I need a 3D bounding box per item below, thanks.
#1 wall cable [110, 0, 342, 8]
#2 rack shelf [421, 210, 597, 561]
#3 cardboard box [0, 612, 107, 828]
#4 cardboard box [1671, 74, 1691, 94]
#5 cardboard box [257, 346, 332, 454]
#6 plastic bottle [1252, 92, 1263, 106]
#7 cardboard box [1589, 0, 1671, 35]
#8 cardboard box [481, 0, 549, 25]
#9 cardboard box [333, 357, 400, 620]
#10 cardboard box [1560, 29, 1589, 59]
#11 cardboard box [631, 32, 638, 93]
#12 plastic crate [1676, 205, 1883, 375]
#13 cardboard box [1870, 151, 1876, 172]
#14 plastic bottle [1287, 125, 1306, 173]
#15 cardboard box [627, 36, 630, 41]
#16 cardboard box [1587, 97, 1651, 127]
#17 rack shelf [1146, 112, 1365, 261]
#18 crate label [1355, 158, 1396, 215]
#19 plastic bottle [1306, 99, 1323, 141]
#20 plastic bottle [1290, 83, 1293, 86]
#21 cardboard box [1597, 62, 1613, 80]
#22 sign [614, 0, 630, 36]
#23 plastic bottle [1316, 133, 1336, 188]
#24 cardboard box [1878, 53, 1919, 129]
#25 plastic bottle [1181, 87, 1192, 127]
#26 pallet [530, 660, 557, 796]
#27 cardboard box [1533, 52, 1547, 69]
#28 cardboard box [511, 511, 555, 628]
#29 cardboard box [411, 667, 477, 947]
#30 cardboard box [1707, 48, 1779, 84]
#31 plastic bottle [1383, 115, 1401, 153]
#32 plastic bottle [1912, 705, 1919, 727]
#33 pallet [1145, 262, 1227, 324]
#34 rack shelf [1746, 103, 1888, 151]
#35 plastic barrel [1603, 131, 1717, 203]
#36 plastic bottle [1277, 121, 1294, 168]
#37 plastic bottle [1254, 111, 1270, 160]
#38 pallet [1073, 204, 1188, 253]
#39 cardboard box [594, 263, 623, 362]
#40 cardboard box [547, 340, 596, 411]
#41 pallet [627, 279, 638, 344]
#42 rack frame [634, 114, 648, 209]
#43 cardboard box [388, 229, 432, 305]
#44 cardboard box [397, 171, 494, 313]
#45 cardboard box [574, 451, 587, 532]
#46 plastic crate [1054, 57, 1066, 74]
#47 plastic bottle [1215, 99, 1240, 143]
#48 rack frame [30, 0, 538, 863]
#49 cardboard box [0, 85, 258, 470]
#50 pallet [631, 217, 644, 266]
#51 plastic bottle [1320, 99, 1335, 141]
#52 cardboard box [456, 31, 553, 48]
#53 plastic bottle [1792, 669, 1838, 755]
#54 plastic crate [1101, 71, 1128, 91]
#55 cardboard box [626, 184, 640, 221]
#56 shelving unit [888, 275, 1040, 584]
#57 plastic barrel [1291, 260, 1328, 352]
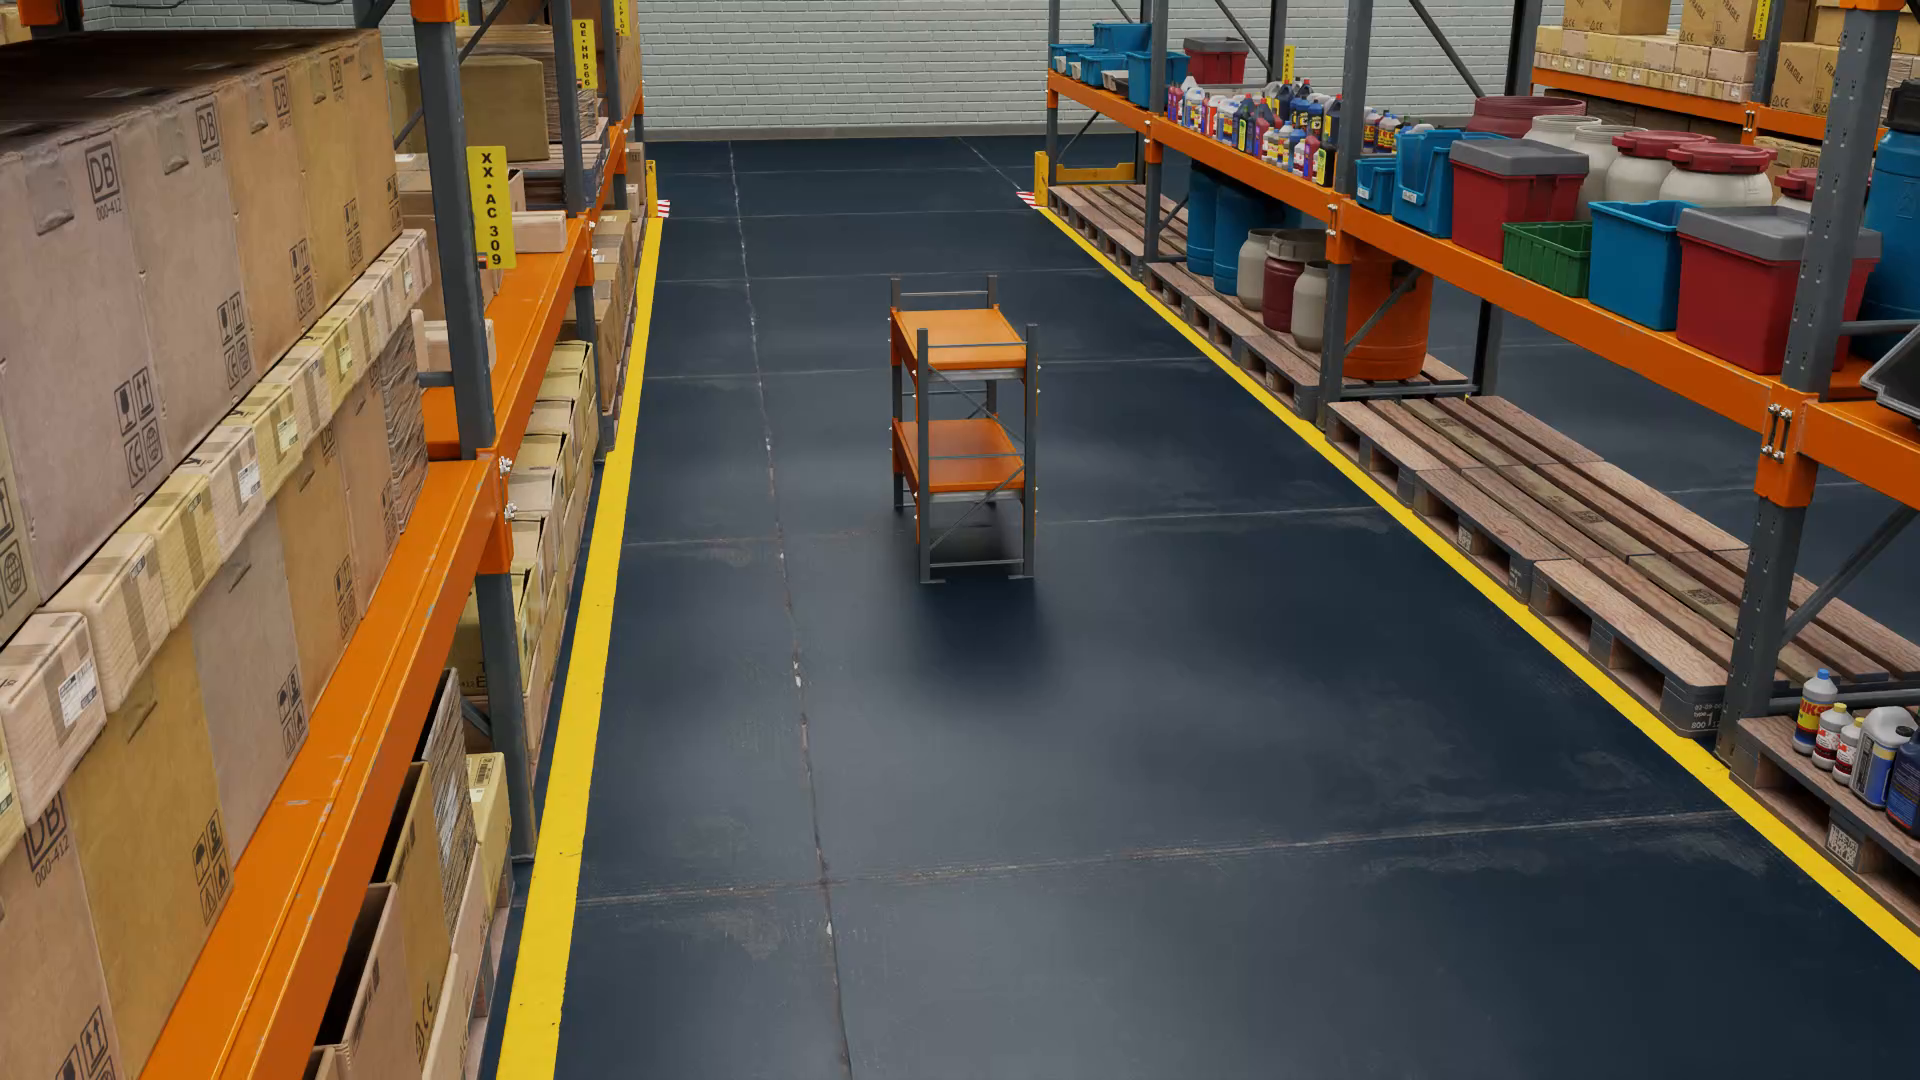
[{"bbox_3d":[-8.898,-7.654,19.786,3.097,2.526,0.112,-3,21,-8],"label":"wall cable"},{"bbox_3d":[-2.093,-0.774,6.530,1.077,0.370,4.000,-3,21,-8],"label":"rack shelf"},{"bbox_3d":[-1.182,0.204,1.814,0.380,0.149,0.250,-3,21,-9],"label":"cardboard box"},{"bbox_3d":[6.366,-3.925,14.297,0.380,0.149,0.250,-3,21,-7],"label":"cardboard box"},{"bbox_3d":[-1.372,-0.246,3.018,0.380,0.149,0.250,-2,21,-6],"label":"cardboard box"},{"bbox_3d":[2.200,-3.211,12.310,0.097,0.201,0.097,0,20,0],"label":"plastic bottle"},{"bbox_3d":[6.223,-4.960,15.427,0.500,0.500,0.500,-3,21,-9],"label":"cardboard box"},{"bbox_3d":[-3.287,-3.866,12.207,0.500,0.500,0.500,-3,21,-7],"label":"cardboard box"},{"bbox_3d":[-1.653,-0.130,3.634,0.700,0.500,0.500,-3,21,-8],"label":"cardboard box"},{"bbox_3d":[6.152,-4.781,16.020,0.500,0.250,0.500,-3,21,-8],"label":"cardboard box"},{"bbox_3d":[-3.056,-4.126,14.334,0.500,0.500,0.500,-3,21,-7],"label":"cardboard box"},{"bbox_3d":[2.724,-0.849,5.611,0.402,0.464,0.583,-3,21,-8],"label":"plastic crate"},{"bbox_3d":[7.087,-2.358,12.180,1.225,0.875,0.875,-4,21,-10],"label":"cardboard box"},{"bbox_3d":[1.980,-2.298,9.767,0.097,0.271,0.097,0,20,0],"label":"plastic bottle"},{"bbox_3d":[-2.896,-4.238,13.203,0.500,0.500,0.500,-4,21,-9],"label":"cardboard box"},{"bbox_3d":[6.571,-3.740,15.880,0.875,0.875,0.875,-3,21,-8],"label":"cardboard box"},{"bbox_3d":[2.232,-2.407,10.903,1.077,0.370,4.000,-3,21,-8],"label":"rack shelf"},{"bbox_3d":[2.210,-1.809,8.511,0.303,0.233,0.416,-3,21,-8],"label":"crate label"},{"bbox_3d":[2.378,-2.816,11.152,0.097,0.271,0.097,0,20,0],"label":"plastic bottle"},{"bbox_3d":[2.399,-3.184,12.122,0.061,0.283,0.133,-3,21,-8],"label":"plastic bottle"},{"bbox_3d":[6.181,-4.369,15.487,0.380,0.149,0.250,-3,21,-8],"label":"cardboard box"},{"bbox_3d":[-2.410,-3.760,11.841,0.100,0.325,0.005,-3,21,-8],"label":"sign"},{"bbox_3d":[2.040,-2.116,9.261,0.061,0.283,0.133,-3,21,-8],"label":"plastic bottle"},{"bbox_3d":[6.809,-3.214,11.892,0.500,0.500,0.500,-3,21,-9],"label":"cardboard box"},{"bbox_3d":[1.642,-3.109,11.938,0.097,0.271,0.097,0,20,0],"label":"plastic bottle"},{"bbox_3d":[-1.950,0.635,5.715,1.003,0.211,1.213,-3,21,-8],"label":"pallet"},{"bbox_3d":[5.993,-4.814,16.678,0.380,0.149,0.250,-3,21,-7],"label":"cardboard box"},{"bbox_3d":[-1.685,0.081,5.741,0.500,0.311,0.500,-3,21,-8],"label":"cardboard box"},{"bbox_3d":[-1.462,0.645,3.961,0.500,0.500,0.500,-3,21,-8],"label":"cardboard box"},{"bbox_3d":[6.522,-3.895,13.648,0.500,0.250,0.500,-3,21,-9],"label":"cardboard box"},{"bbox_3d":[2.669,-2.486,10.268,0.097,0.271,0.097,0,20,0],"label":"plastic bottle"},{"bbox_3d":[2.888,0.637,4.978,0.061,0.283,0.133,-3,21,-8],"label":"plastic bottle"},{"bbox_3d":[2.014,-1.861,12.398,1.003,0.211,1.213,-3,21,-8],"label":"pallet"},{"bbox_3d":[7.133,-2.657,11.572,1.077,0.370,4.000,-3,21,-8],"label":"rack shelf"},{"bbox_3d":[3.008,-1.477,7.189,0.433,0.535,0.433,0,20,0],"label":"plastic barrel"},{"bbox_3d":[1.952,-2.366,9.947,0.097,0.271,0.097,0,20,0],"label":"plastic bottle"},{"bbox_3d":[1.875,-2.512,10.320,0.061,0.283,0.133,-3,21,-8],"label":"plastic bottle"},{"bbox_3d":[1.620,-2.807,14.929,1.003,0.211,1.213,-3,21,-8],"label":"pallet"},{"bbox_3d":[-2.313,-1.366,10.029,0.500,0.500,0.500,-3,21,-8],"label":"cardboard box"},{"bbox_3d":[-2.063,-0.806,8.115,0.500,0.311,0.500,-2,21,-6],"label":"cardboard box"},{"bbox_3d":[-2.804,-1.602,11.705,1.003,0.211,1.213,-3,21,-8],"label":"pallet"},{"bbox_3d":[-3.535,-4.573,15.674,1.000,3.000,0.127,-3,21,-8],"label":"rack frame"},{"bbox_3d":[-1.554,-0.686,4.196,0.380,0.149,0.250,-3,21,-8],"label":"cardboard box"},{"bbox_3d":[-2.048,-1.088,6.199,0.500,0.500,0.500,-3,21,-8],"label":"cardboard box"},{"bbox_3d":[-1.917,-0.190,7.267,0.500,0.250,0.500,-2,21,-7],"label":"cardboard box"},{"bbox_3d":[1.041,-4.509,15.793,0.250,0.136,0.298,-3,21,-8],"label":"plastic crate"},{"bbox_3d":[1.800,-2.798,11.099,0.152,0.276,0.135,-3,21,-8],"label":"plastic bottle"},{"bbox_3d":[-1.805,-0.419,4.550,1.000,3.000,0.127,-3,21,-8],"label":"rack frame"},{"bbox_3d":[-1.518,-0.399,2.499,0.700,0.500,0.500,-3,21,-8],"label":"cardboard box"},{"bbox_3d":[-3.236,-2.543,14.224,1.003,0.211,1.213,-3,21,-8],"label":"pallet"},{"bbox_3d":[2.499,-2.831,11.185,0.152,0.276,0.135,-3,21,-8],"label":"plastic bottle"},{"bbox_3d":[-2.950,-3.022,10.777,0.700,0.500,0.500,0,20,1],"label":"cardboard box"},{"bbox_3d":[2.709,0.537,5.261,0.097,0.271,0.097,0,20,0],"label":"plastic bottle"},{"bbox_3d":[1.395,-3.929,14.241,0.293,0.136,0.466,-3,21,-8],"label":"plastic crate"},{"bbox_3d":[-3.106,-2.985,14.722,0.500,0.250,0.500,-3,21,-8],"label":"cardboard box"},{"bbox_3d":[-0.001,-0.529,7.526,0.538,1.125,1.048,-3,21,-8],"label":"shelving unit"},{"bbox_3d":[2.263,-1.443,10.248,0.421,0.512,0.421,0,20,0],"label":"plastic barrel"}]
